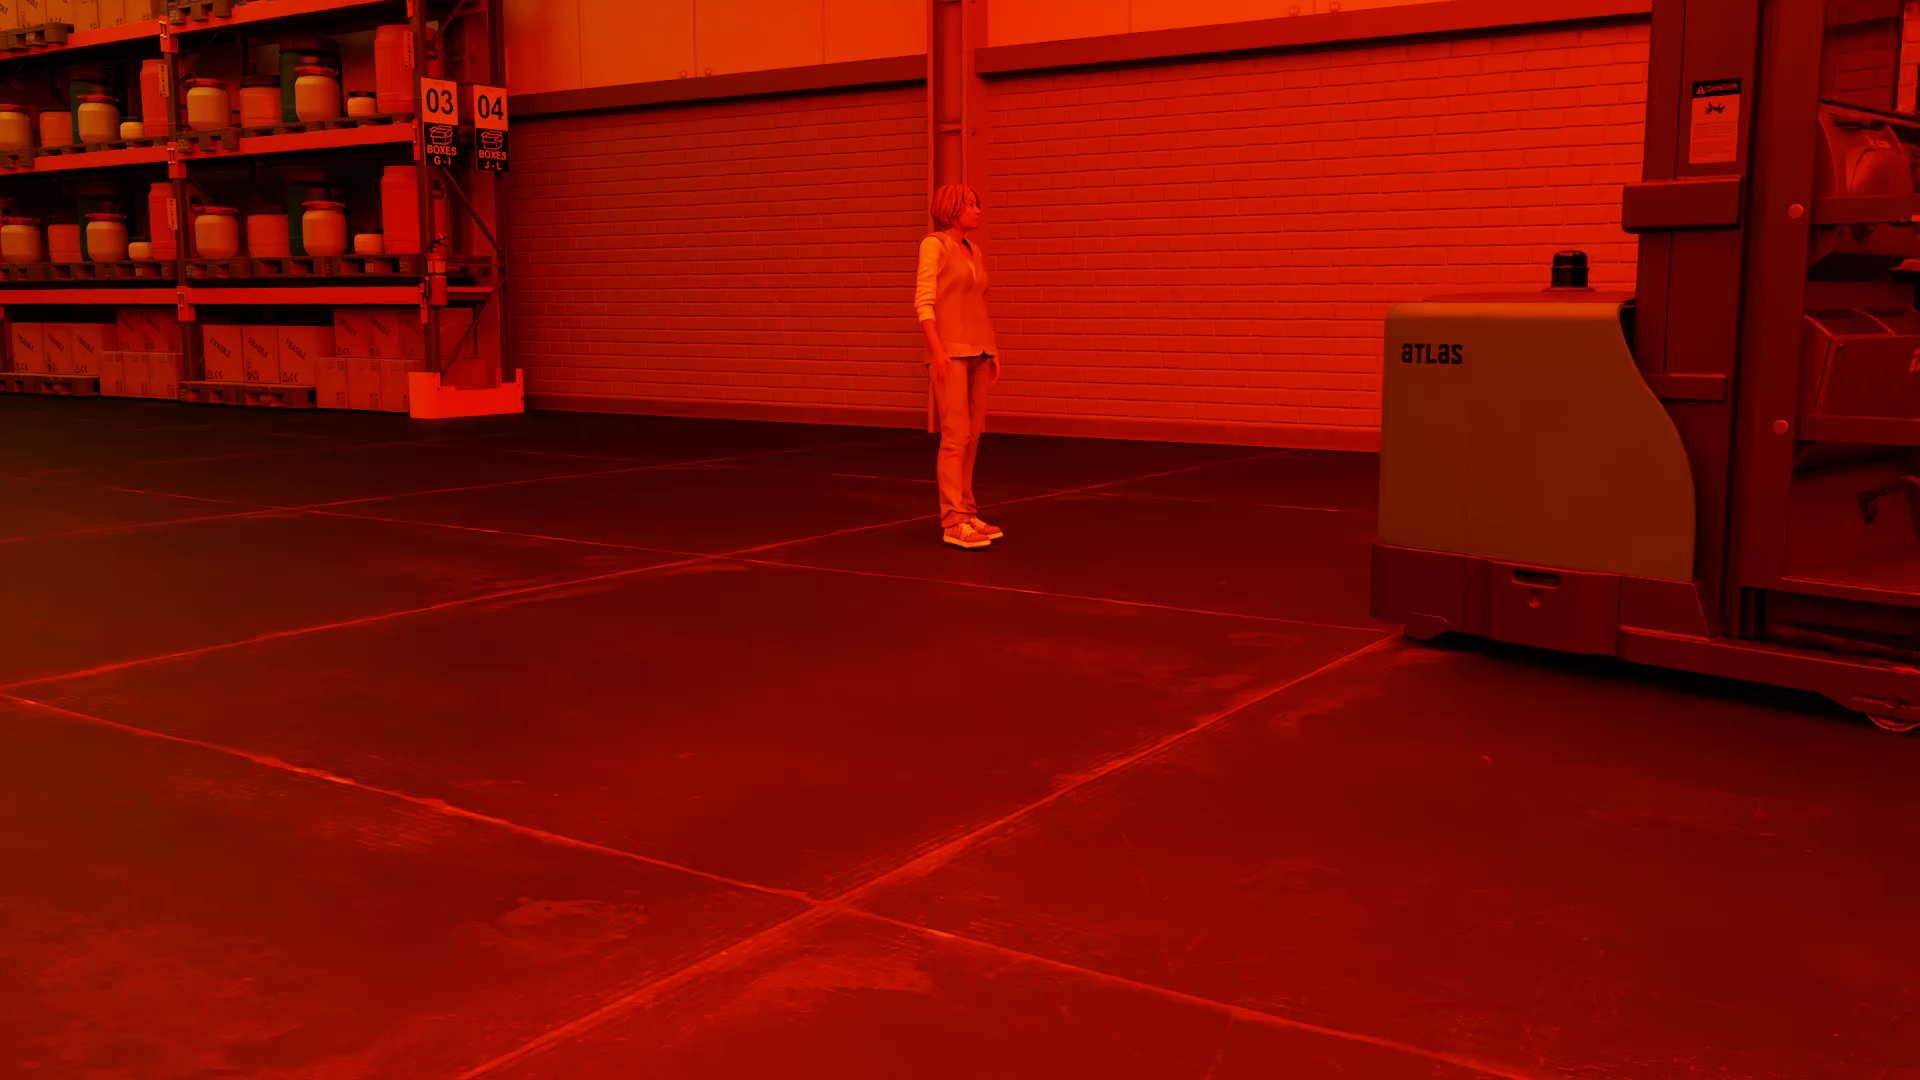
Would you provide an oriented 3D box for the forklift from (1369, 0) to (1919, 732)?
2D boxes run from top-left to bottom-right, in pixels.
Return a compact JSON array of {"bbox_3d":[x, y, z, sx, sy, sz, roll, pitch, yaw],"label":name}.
[{"bbox_3d":[2.690,-1.027,4.418,1.130,2.935,3.031,-7,11,-42],"label":"forklift"}]

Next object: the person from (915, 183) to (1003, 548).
[{"bbox_3d":[0.054,-0.791,7.437,0.473,1.599,0.520,5,10,34],"label":"person"}]
